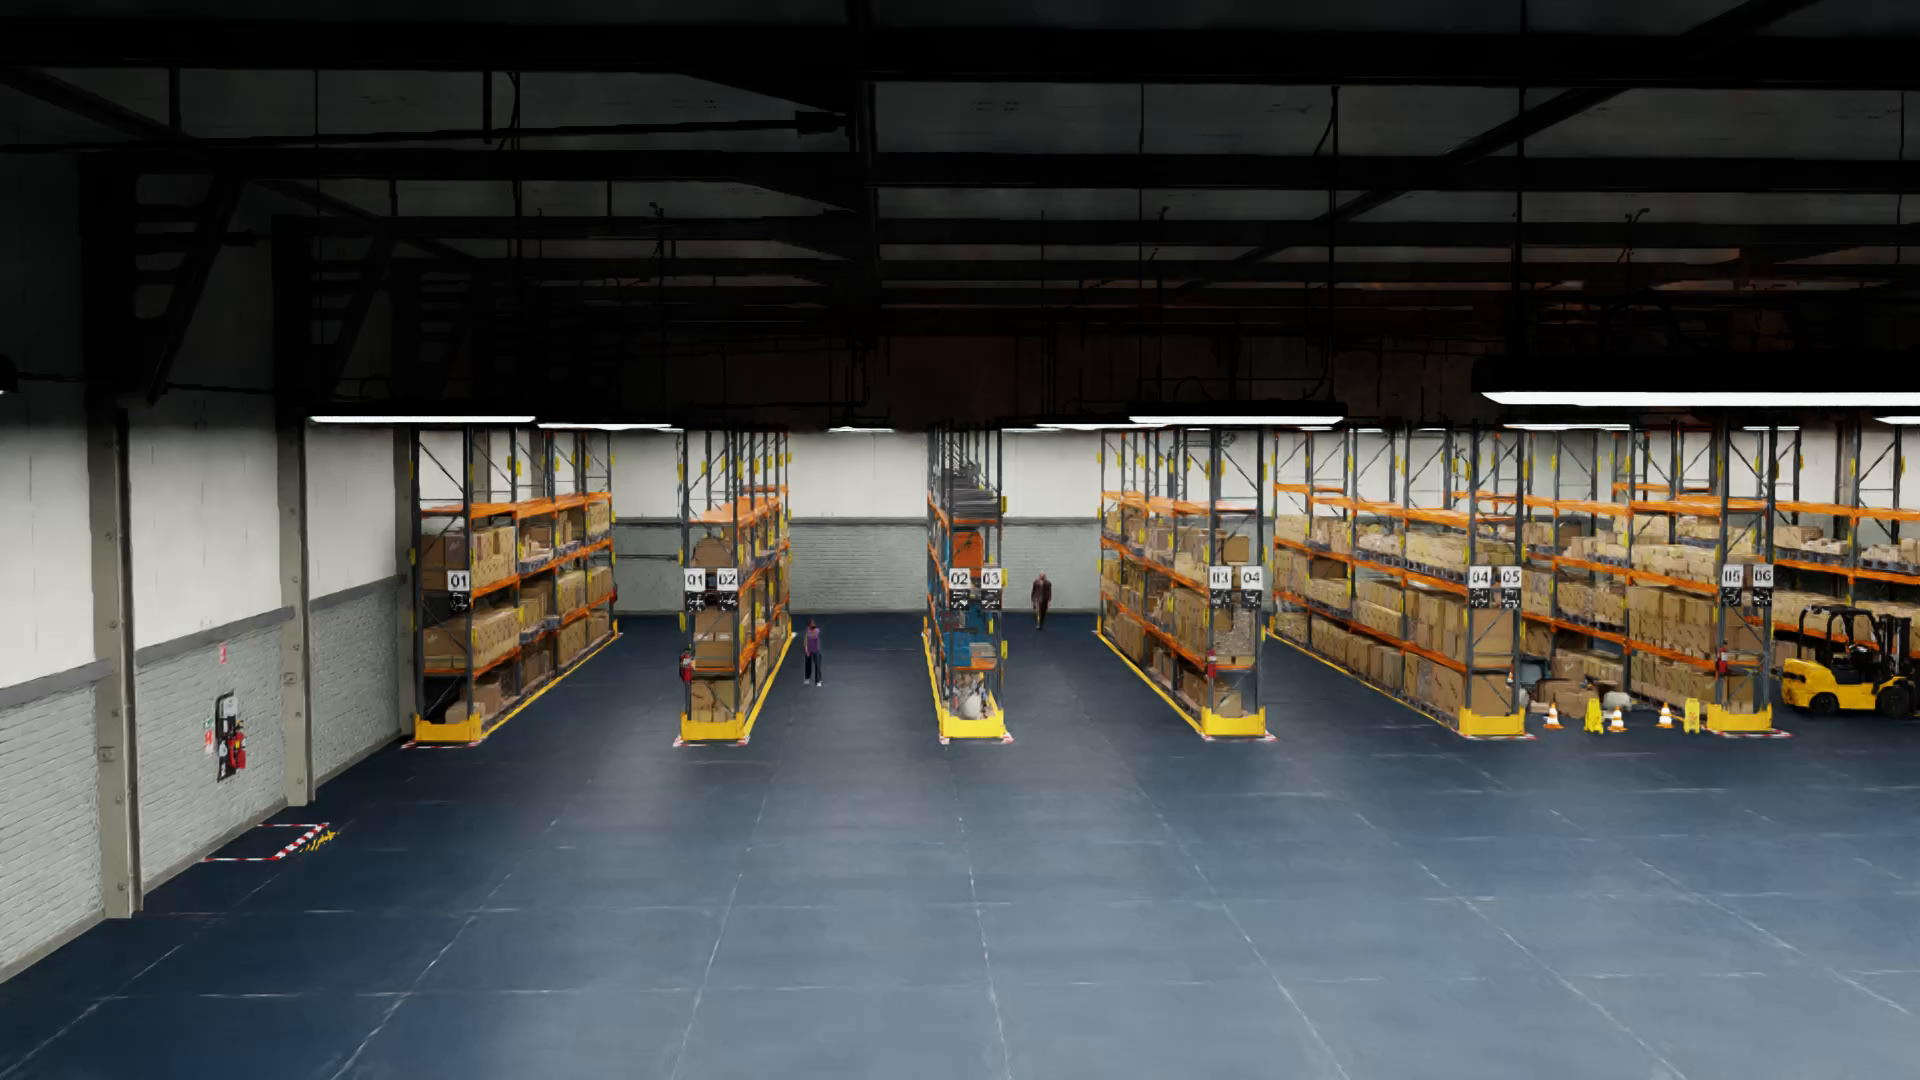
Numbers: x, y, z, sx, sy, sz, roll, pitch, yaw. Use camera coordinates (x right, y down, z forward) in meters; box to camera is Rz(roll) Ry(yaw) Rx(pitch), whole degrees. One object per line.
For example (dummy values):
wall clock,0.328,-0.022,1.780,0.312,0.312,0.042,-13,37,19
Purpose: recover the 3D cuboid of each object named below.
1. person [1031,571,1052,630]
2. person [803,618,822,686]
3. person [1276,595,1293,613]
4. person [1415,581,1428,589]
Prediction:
person,2.390,1.752,48.598,0.588,1.686,1.193,0,4,-5
person,-3.367,2.535,37.805,0.412,1.506,0.955,-1,4,-11
person,9.680,1.677,49.510,0.615,1.768,0.629,2,4,33
person,13.640,1.666,49.488,0.481,1.734,0.722,3,5,39
